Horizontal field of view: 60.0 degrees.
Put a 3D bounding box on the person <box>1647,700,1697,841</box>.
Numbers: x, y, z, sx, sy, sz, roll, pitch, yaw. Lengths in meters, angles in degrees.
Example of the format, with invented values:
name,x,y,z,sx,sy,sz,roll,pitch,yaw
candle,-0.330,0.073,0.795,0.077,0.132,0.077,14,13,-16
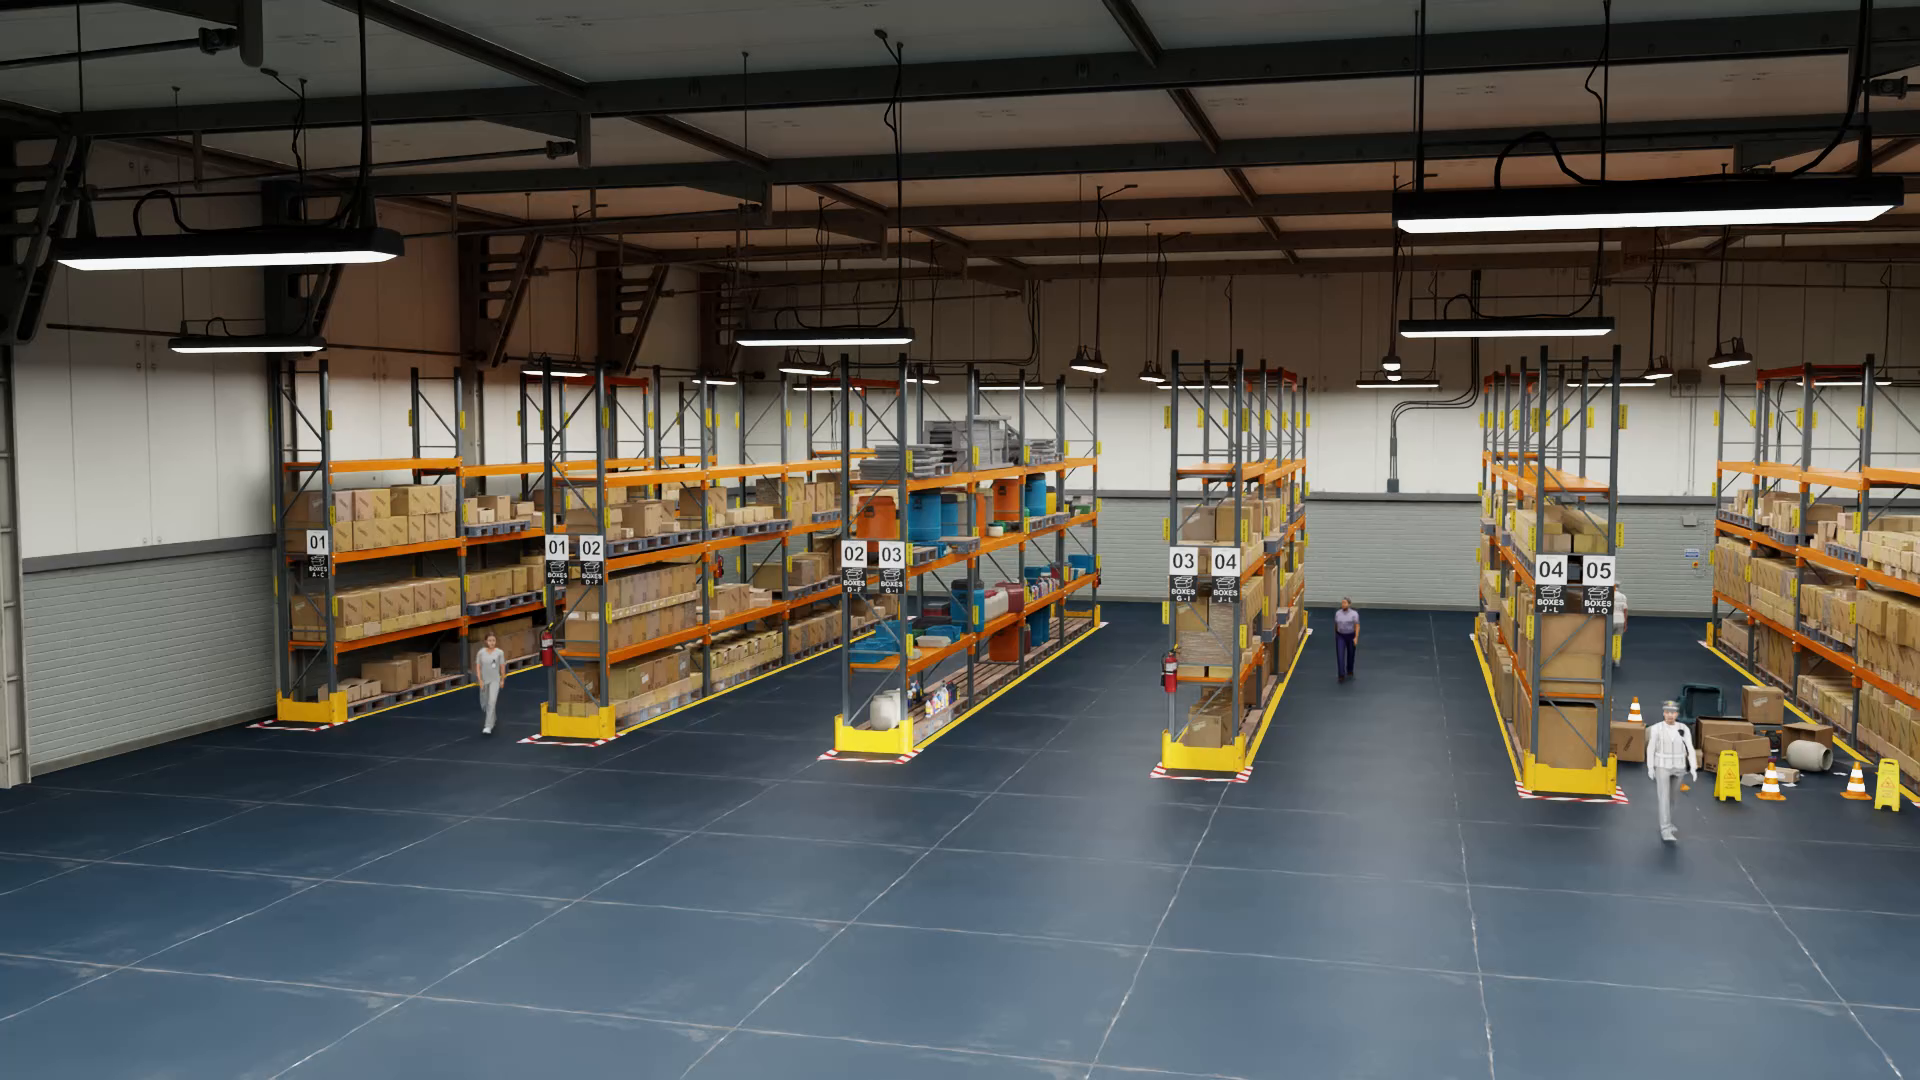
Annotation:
name,x,y,z,sx,sy,sz,roll,pitch,yaw
person,8.514,2.731,19.853,0.512,1.637,0.960,1,4,10

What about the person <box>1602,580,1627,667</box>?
name,x,y,z,sx,sy,sz,roll,pitch,yaw
person,13.274,1.712,33.786,0.576,1.805,0.410,-1,4,-12

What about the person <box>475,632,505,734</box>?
name,x,y,z,sx,sy,sz,roll,pitch,yaw
person,-7.551,2.276,26.659,0.434,1.591,1.070,0,4,-3

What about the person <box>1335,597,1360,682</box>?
name,x,y,z,sx,sy,sz,roll,pitch,yaw
person,7.452,1.891,31.996,0.465,1.588,1.034,1,4,13
